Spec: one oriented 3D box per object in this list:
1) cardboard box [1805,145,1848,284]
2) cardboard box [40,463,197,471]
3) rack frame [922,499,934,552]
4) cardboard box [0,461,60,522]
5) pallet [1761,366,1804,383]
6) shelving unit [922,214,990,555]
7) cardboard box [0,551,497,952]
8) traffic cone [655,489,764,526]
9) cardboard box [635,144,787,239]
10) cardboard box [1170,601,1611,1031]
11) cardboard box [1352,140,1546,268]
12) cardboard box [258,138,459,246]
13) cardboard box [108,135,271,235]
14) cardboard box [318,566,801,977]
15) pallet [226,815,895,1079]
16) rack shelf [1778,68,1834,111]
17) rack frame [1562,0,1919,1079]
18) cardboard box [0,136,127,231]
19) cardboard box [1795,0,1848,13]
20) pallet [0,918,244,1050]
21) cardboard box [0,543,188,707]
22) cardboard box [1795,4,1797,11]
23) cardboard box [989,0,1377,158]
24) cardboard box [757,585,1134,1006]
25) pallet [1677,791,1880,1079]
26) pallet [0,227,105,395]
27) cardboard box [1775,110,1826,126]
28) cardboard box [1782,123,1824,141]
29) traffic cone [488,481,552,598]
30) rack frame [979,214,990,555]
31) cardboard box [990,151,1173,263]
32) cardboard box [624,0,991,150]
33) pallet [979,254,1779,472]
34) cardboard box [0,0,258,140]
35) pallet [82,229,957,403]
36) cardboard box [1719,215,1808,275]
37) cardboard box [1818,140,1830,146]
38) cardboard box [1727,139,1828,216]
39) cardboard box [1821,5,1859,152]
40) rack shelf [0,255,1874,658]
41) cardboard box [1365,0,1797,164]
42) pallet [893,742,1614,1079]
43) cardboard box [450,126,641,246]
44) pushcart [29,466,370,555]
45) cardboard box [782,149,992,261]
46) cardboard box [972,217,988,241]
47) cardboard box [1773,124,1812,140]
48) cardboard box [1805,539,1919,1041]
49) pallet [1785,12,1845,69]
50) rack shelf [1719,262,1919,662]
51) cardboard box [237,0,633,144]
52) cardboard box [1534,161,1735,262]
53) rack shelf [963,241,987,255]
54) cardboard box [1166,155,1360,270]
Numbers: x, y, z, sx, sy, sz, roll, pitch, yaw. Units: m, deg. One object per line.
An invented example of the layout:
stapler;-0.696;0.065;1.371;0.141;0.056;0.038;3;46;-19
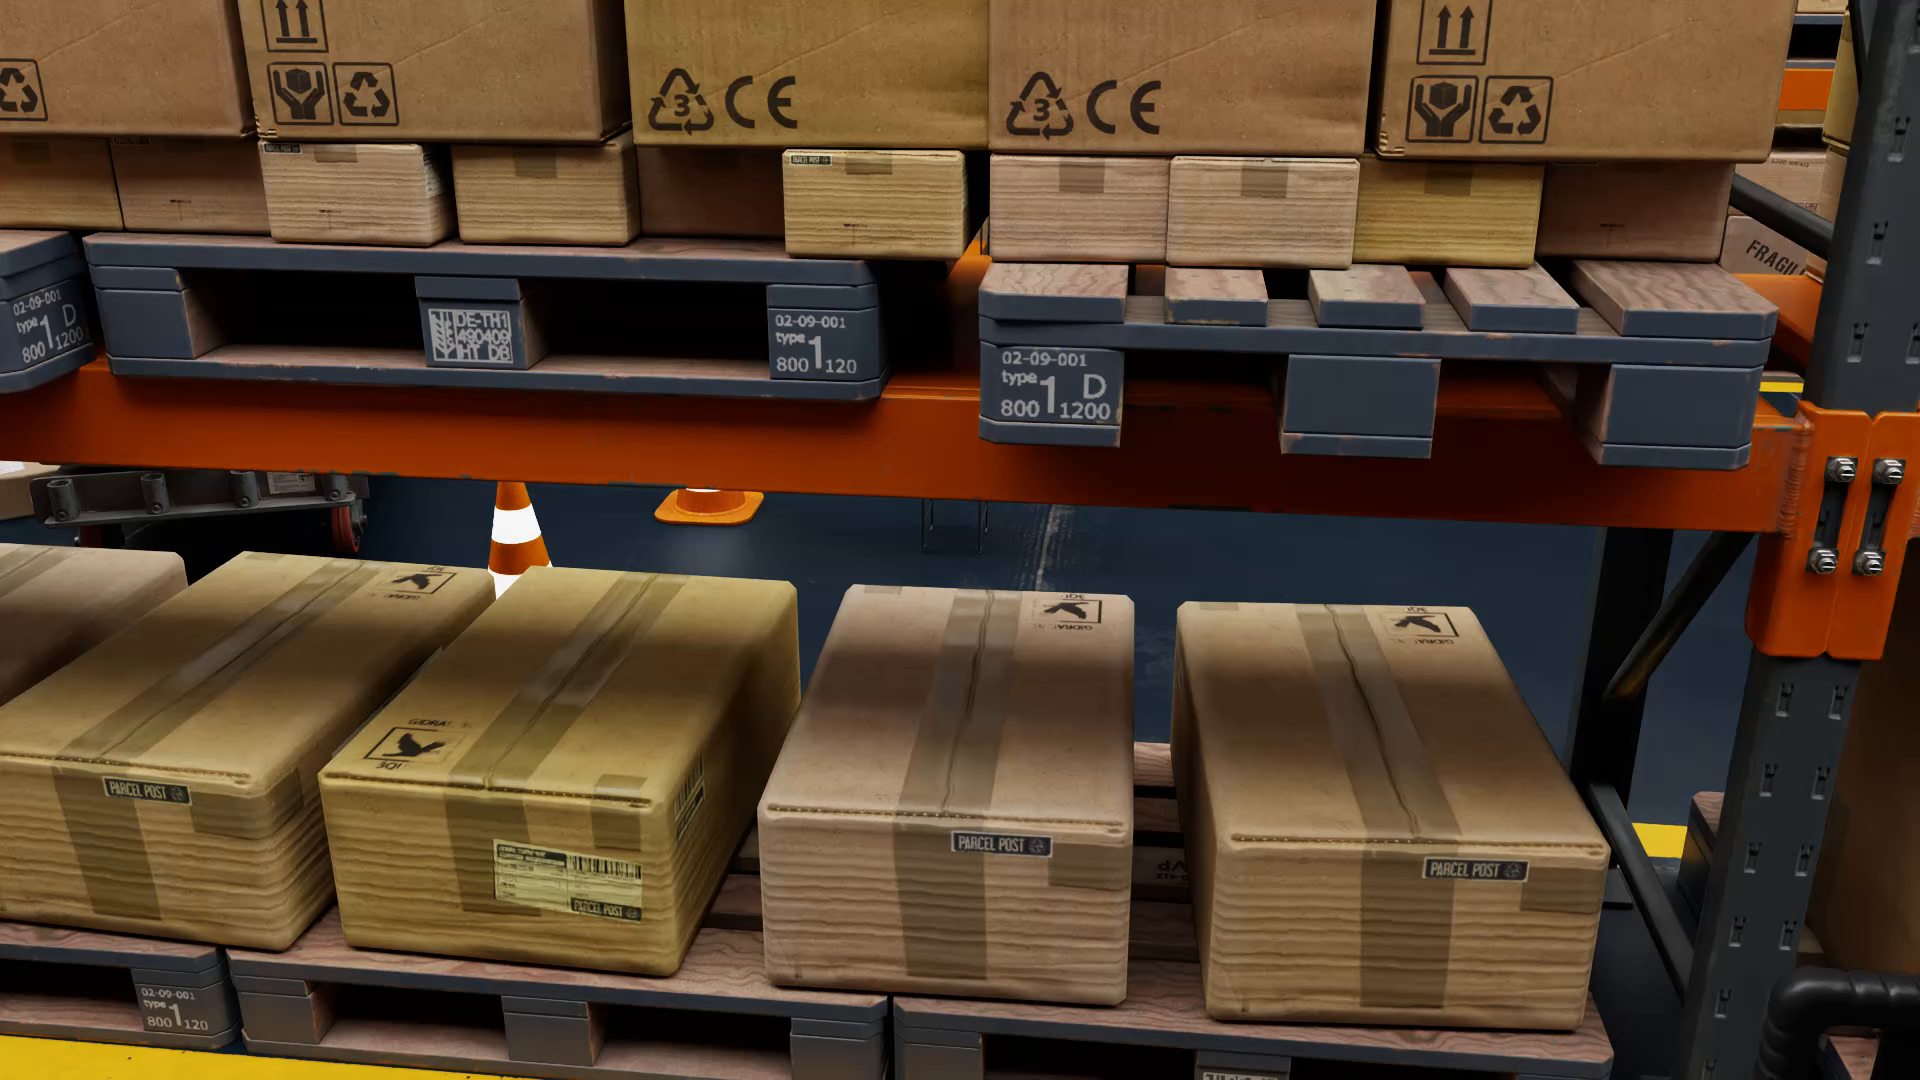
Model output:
cardboard box;1.844;-0.525;2.892;0.500;0.250;0.500;2;22;4
cardboard box;-2.481;-0.536;5.085;0.500;0.500;0.500;2;22;6
rack frame;-0.105;-0.563;5.231;0.006;1.200;0.240;2;22;6
cardboard box;-3.218;-0.242;5.692;0.396;0.266;0.258;-14;25;-31
pallet;3.777;-0.949;7.553;1.213;0.211;1.003;2;22;6
shelving unit;-0.014;-0.559;5.221;0.189;1.200;0.258;2;22;6
cardboard box;-1.426;0.383;3.393;0.625;0.372;0.950;4;22;10
traffic cone;-0.859;-0.325;5.633;0.334;0.463;0.336;2;22;6
cardboard box;-0.331;-0.586;2.612;0.250;0.149;0.380;3;22;7
cardboard box;0.751;0.477;3.157;0.625;0.372;0.950;1;22;3
cardboard box;0.683;-0.514;2.430;0.250;0.149;0.380;3;22;7
cardboard box;-0.858;-0.568;2.566;0.250;0.149;0.380;3;22;8
cardboard box;-1.116;-0.598;2.643;0.250;0.149;0.380;3;22;7
cardboard box;-0.735;0.413;3.319;0.625;0.372;0.950;3;22;8
pallet;-0.673;0.687;3.416;1.213;0.211;1.003;2;22;6
rack shelf;3.779;-1.912;7.176;4.000;0.370;1.077;2;22;6
rack frame;1.311;-0.522;2.680;0.127;3.000;1.000;2;22;6
cardboard box;-1.362;-0.609;2.672;0.250;0.149;0.380;3;22;7
cardboard box;3.531;-2.262;6.853;0.250;0.149;0.380;3;22;7
pallet;-1.888;0.635;3.547;1.213;0.211;1.003;2;22;6
cardboard box;-2.140;0.354;3.469;0.625;0.372;0.950;3;22;7
cardboard box;3.281;-2.274;6.883;0.250;0.149;0.380;3;22;8
cardboard box;0.312;-0.839;2.369;0.500;0.500;0.500;2;22;5
cardboard box;0.017;0.448;3.230;0.625;0.372;0.950;2;22;5
pallet;2.085;0.836;3.037;1.213;0.211;1.003;2;22;6
pallet;-1.919;-0.520;2.935;1.213;0.211;1.003;2;22;6
cardboard box;5.812;-3.195;11.759;0.875;0.875;1.225;3;22;6
cardboard box;4.028;-1.716;7.510;0.500;0.250;0.500;3;22;8
traffic cone;-1.265;0.027;4.741;0.334;0.463;0.336;2;22;6
rack frame;0.076;-0.555;5.211;0.006;1.200;0.240;2;22;6
cardboard box;0.179;-0.522;2.451;0.250;0.149;0.380;1;22;4
cardboard box;-0.189;-0.860;2.423;0.500;0.500;0.500;1;22;3
pallet;0.591;-0.425;2.695;1.003;0.211;1.213;2;22;6
cardboard box;-1.242;-0.902;2.530;0.500;0.500;0.500;2;22;6
pallet;-0.660;-0.503;2.894;1.213;0.211;1.003;2;22;6
cardboard box;3.476;-1.202;7.228;0.500;0.500;0.500;2;22;5
cardboard box;3.961;-1.527;7.031;0.500;0.250;0.500;2;22;4
cardboard box;3.443;-1.549;7.087;0.500;0.250;0.500;3;22;7
cardboard box;1.822;-0.756;2.797;0.500;0.250;0.500;2;22;6
rack shelf;-0.675;-0.274;3.031;4.000;0.370;1.077;2;22;6
cardboard box;0.827;-0.820;2.323;0.500;0.500;0.500;2;22;5
pallet;0.535;0.740;3.280;1.213;0.211;1.003;2;22;6
cardboard box;-0.590;-0.567;2.564;0.250;0.149;0.380;2;22;5
pushcart;-2.442;-0.310;5.711;0.936;0.377;1.648;-5;22;-12
cardboard box;-0.096;-0.529;2.469;0.250;0.149;0.380;3;22;7
cardboard box;0.331;-1.578;7.841;0.750;0.750;1.050;3;22;7
cardboard box;3.509;-1.736;7.559;0.500;0.250;0.500;3;22;8
cardboard box;1.987;0.331;2.841;0.875;0.875;0.875;2;22;6
pallet;3.764;-2.174;7.119;1.213;0.211;1.003;2;22;6
rack shelf;3.297;-0.101;2.594;4.000;0.370;1.077;2;22;6
cardboard box;-0.731;-0.884;2.484;0.500;0.500;0.500;2;22;4
cardboard box;0.958;-0.529;2.468;0.250;0.149;0.380;3;22;8
rack shelf;-0.014;-0.852;5.105;0.180;0.103;0.258;2;22;6
cardboard box;0.428;-0.508;2.416;0.250;0.149;0.380;2;22;6
